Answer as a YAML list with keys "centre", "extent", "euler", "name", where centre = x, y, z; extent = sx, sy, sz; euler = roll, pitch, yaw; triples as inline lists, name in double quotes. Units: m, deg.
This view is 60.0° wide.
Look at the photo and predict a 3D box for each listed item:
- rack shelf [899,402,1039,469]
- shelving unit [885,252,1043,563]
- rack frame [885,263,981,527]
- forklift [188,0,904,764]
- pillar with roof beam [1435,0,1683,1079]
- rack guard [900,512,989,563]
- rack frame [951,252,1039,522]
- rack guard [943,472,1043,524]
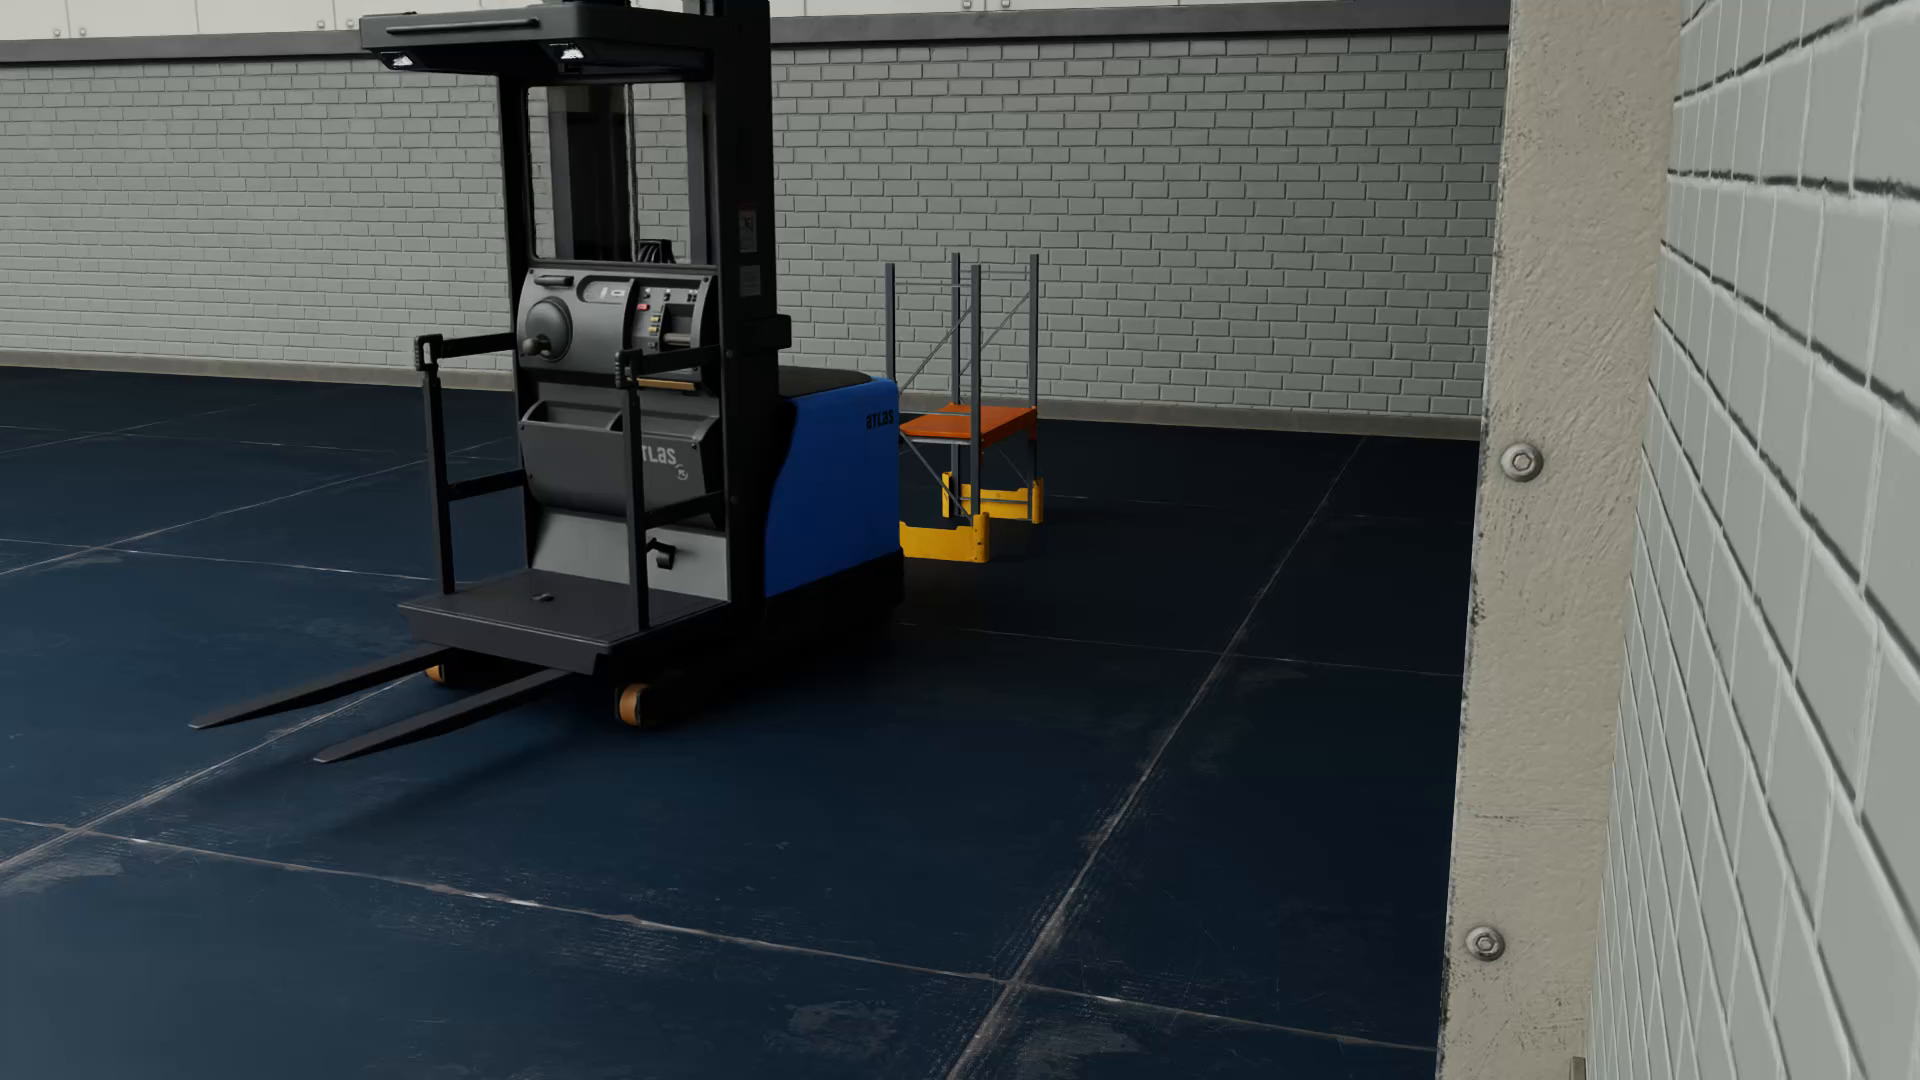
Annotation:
- centre: [0.028, -0.574, 8.945]
  extent: [0.538, 0.185, 1.000]
  euler: [4, 14, 18]
  name: "rack shelf"
- centre: [0.025, -0.747, 8.896]
  extent: [0.587, 1.500, 1.083]
  euler: [4, 14, 18]
  name: "shelving unit"
- centre: [-0.137, -0.642, 8.436]
  extent: [0.500, 1.500, 0.032]
  euler: [4, 14, 18]
  name: "rack frame"
- centre: [-1.437, -0.865, 6.196]
  extent: [1.130, 2.935, 3.031]
  euler: [8, 15, 30]
  name: "forklift"
- centre: [-2.825, -3.506, 4.132]
  extent: [9.100, 9.000, 0.400]
  euler: [4, 14, 18]
  name: "pillar with roof beam"
- centre: [-0.136, -0.033, 8.576]
  extent: [0.587, 0.250, 0.087]
  euler: [4, 14, 18]
  name: "rack guard"
- centre: [0.192, -0.856, 9.374]
  extent: [0.500, 1.500, 0.032]
  euler: [4, 14, 18]
  name: "rack frame"
- centre: [0.186, -0.243, 9.495]
  extent: [0.587, 0.250, 0.087]
  euler: [4, 14, 18]
  name: "rack guard"
